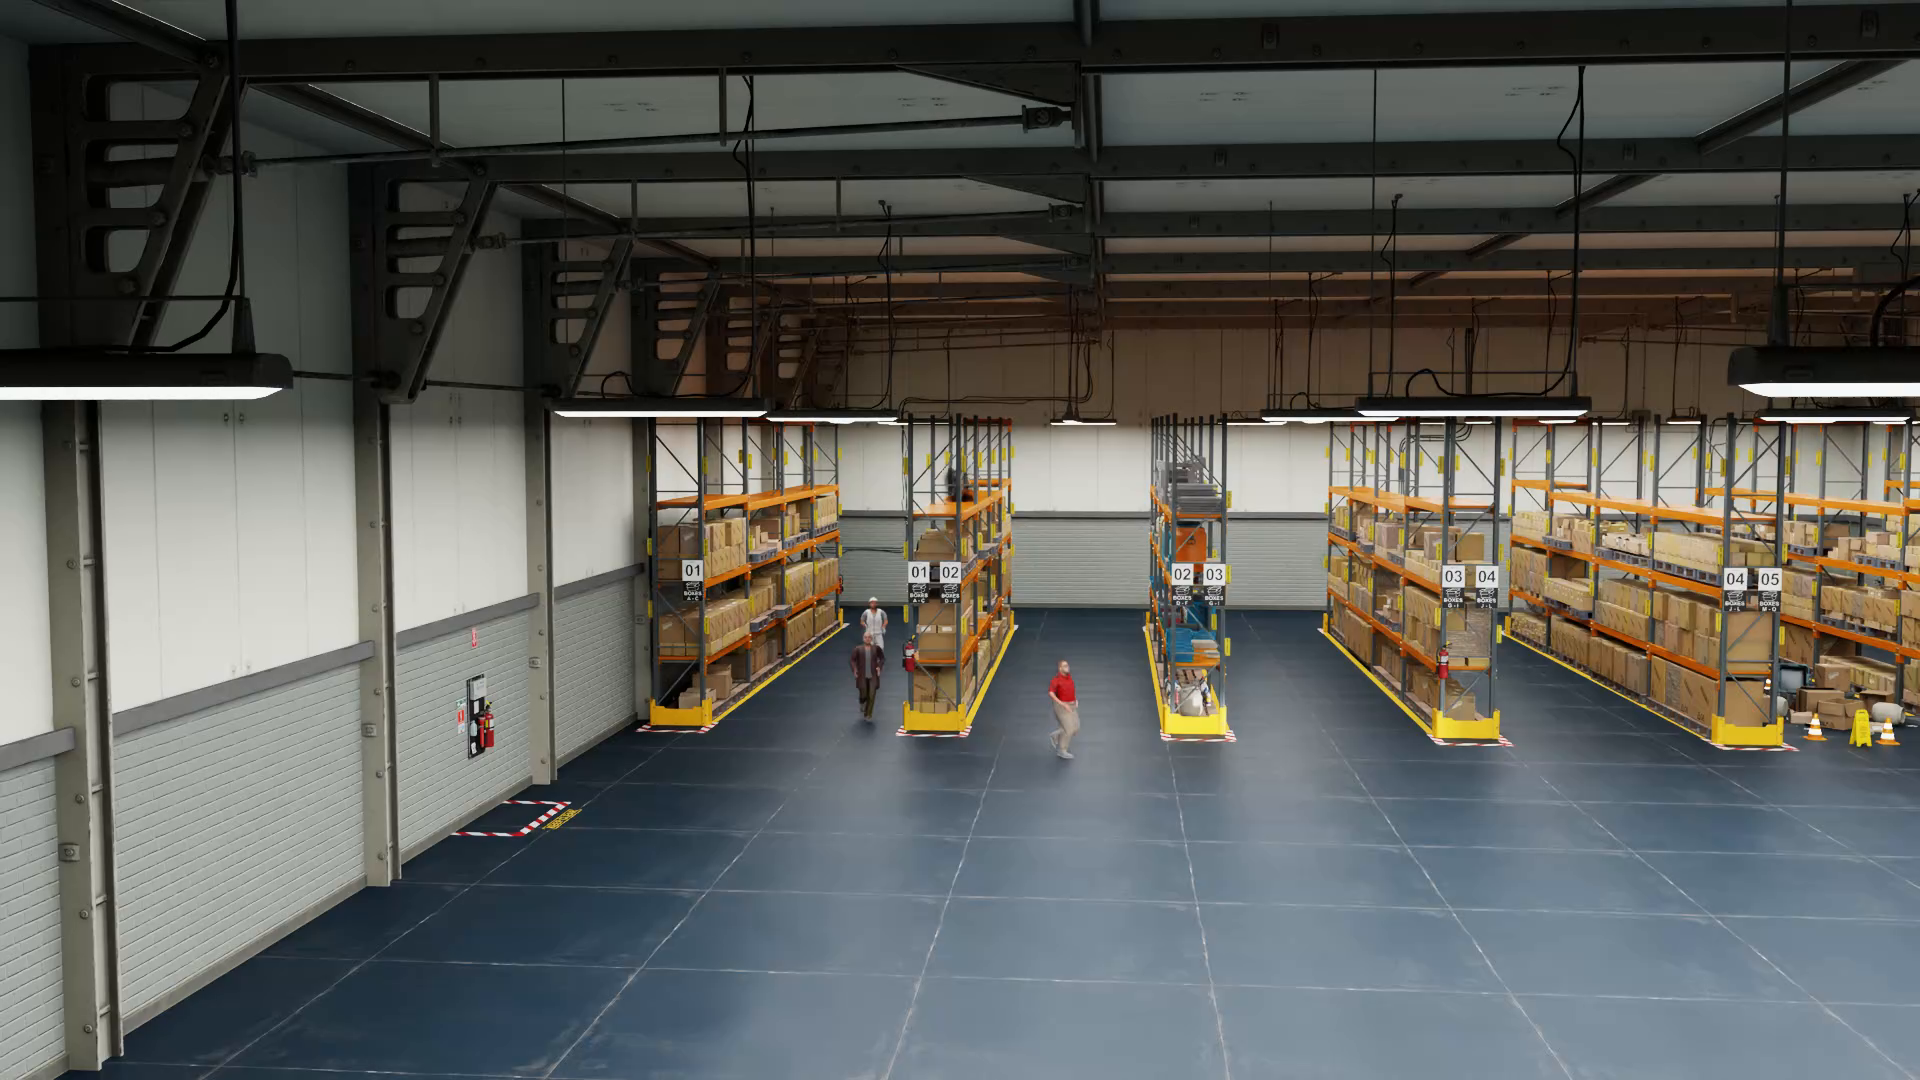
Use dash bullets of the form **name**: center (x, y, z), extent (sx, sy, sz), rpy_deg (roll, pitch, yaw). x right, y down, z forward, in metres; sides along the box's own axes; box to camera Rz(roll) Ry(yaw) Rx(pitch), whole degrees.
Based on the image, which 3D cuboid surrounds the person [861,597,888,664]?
- **person**: center (-2.002, 2.218, 38.965), extent (0.644, 1.741, 0.580), rpy_deg (0, 4, -6)

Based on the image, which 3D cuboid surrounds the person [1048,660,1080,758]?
- **person**: center (1.786, 2.937, 28.989), extent (0.564, 1.697, 0.661), rpy_deg (3, 5, 33)

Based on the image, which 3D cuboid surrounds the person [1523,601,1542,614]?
- **person**: center (16.349, 1.705, 47.261), extent (0.727, 1.739, 0.544), rpy_deg (0, 4, 0)

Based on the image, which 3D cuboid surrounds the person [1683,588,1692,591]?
- **person**: center (20.695, 1.658, 47.101), extent (0.983, 1.760, 0.720), rpy_deg (2, 4, 30)

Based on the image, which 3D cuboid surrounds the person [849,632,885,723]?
- **person**: center (-1.805, 2.670, 32.557), extent (0.711, 1.743, 0.756), rpy_deg (-1, 4, -7)
